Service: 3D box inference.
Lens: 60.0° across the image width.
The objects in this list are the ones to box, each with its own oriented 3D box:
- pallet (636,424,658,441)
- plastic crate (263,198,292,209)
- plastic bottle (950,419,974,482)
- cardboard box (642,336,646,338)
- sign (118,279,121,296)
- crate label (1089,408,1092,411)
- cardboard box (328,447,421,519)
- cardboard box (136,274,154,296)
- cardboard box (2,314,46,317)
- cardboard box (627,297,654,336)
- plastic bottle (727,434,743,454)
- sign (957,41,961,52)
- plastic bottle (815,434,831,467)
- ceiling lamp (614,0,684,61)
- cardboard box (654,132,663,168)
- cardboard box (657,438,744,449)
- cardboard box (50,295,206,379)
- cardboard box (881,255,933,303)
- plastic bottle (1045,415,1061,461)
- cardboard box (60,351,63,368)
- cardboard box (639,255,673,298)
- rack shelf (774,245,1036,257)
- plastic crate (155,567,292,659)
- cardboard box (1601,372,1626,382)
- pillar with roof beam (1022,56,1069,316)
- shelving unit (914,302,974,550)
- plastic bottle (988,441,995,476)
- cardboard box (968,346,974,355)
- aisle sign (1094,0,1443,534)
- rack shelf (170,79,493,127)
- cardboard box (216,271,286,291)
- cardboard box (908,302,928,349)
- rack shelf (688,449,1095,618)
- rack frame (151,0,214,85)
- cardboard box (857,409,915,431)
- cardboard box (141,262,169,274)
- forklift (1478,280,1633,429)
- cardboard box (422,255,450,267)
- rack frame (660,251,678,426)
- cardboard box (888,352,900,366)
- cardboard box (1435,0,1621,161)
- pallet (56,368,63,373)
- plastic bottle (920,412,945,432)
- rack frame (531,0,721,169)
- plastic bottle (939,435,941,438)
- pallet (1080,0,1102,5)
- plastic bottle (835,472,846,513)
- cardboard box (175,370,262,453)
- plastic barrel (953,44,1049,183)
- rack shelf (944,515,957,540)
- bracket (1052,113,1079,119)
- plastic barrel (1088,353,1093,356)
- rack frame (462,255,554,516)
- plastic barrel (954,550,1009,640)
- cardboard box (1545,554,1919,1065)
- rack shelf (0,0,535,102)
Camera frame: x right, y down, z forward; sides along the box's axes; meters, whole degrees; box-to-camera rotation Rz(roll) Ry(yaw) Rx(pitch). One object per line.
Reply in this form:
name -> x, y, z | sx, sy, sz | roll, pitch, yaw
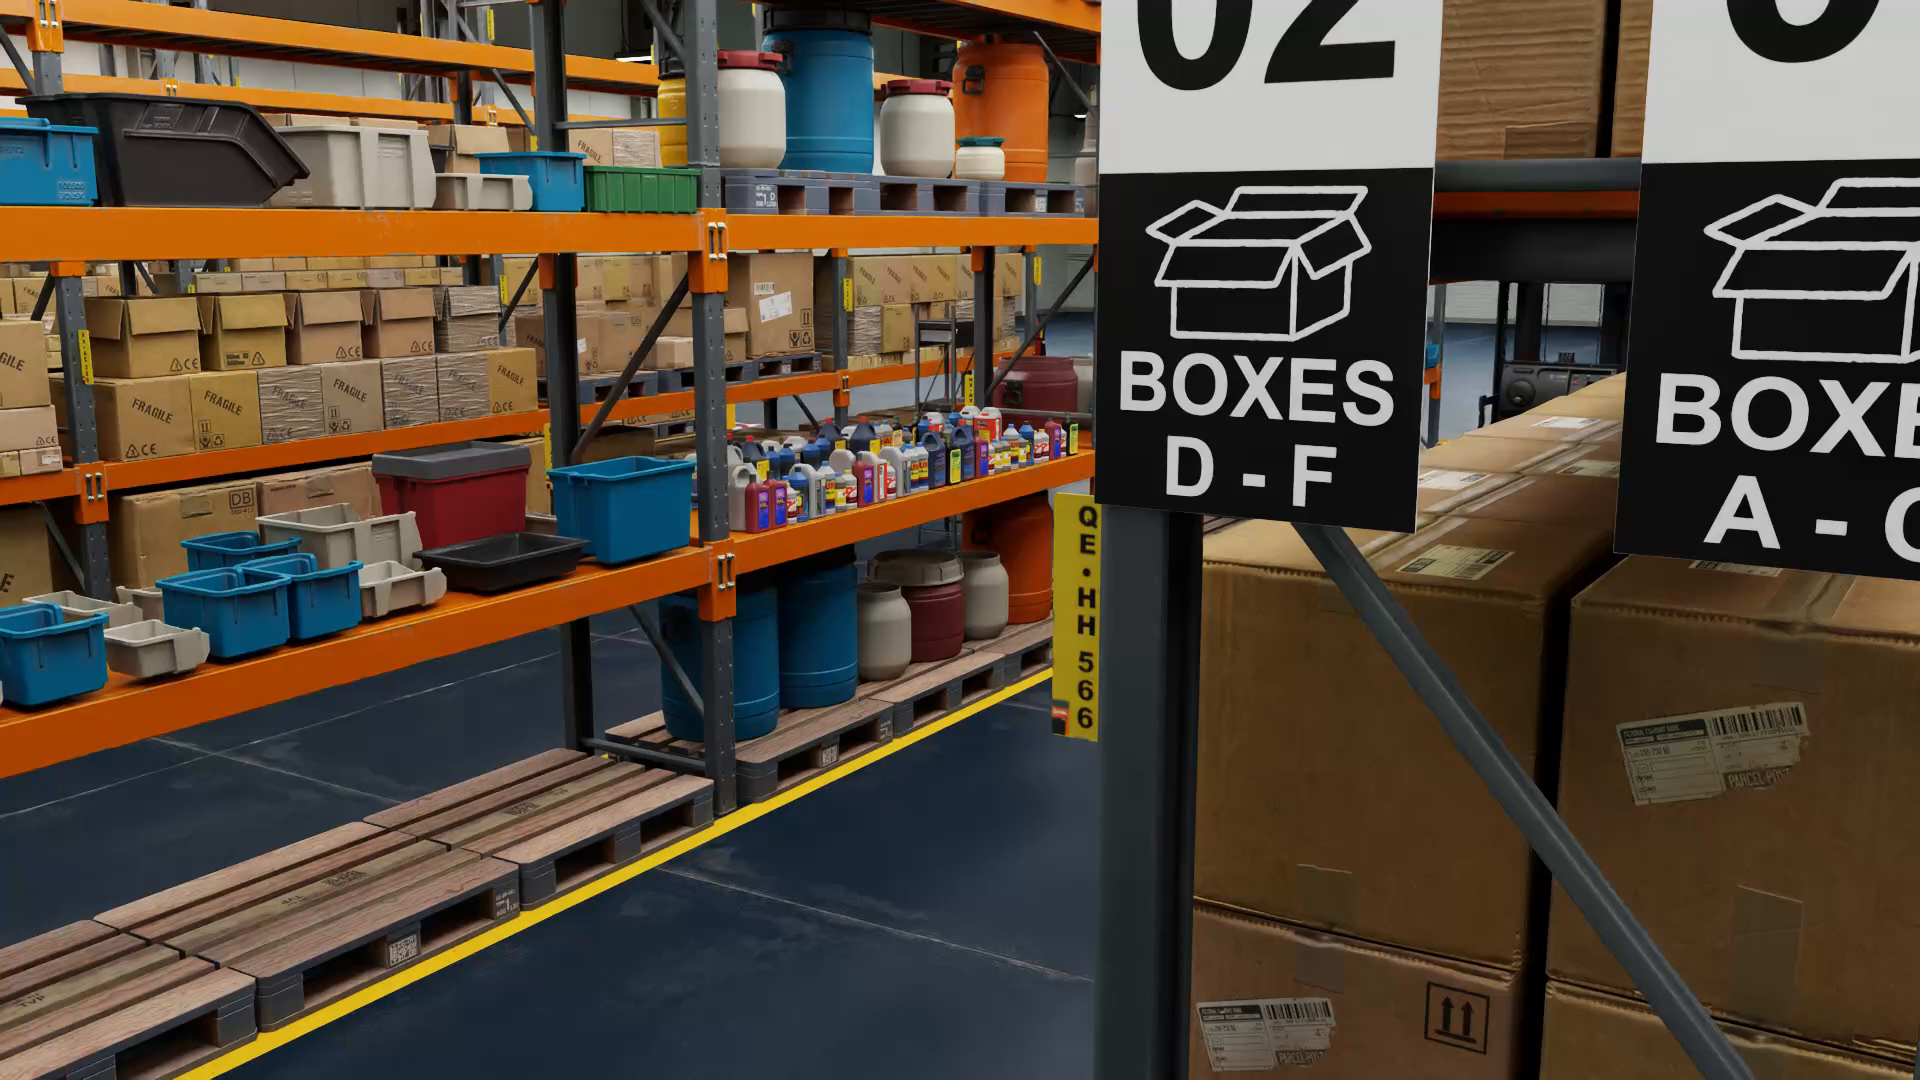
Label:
pallet -> -4.697, -1.375, 21.637 | 1.003, 0.211, 1.213 | 6, 12, 31
plastic crate -> -2.741, -1.284, 6.139 | 0.437, 0.136, 0.530 | 6, 12, 31
plastic bottle -> -0.005, -0.519, 9.623 | 0.144, 0.351, 0.185 | 6, 12, 31
cardboard box -> -3.046, -1.750, 15.289 | 0.396, 0.266, 0.258 | 6, 12, 29
sign -> -8.344, -2.433, 16.567 | 0.100, 0.325, 0.005 | 6, 12, 31
crate label -> 1.091, -0.797, 11.427 | 0.303, 0.233, 0.416 | 6, 12, 31
cardboard box -> -4.527, -0.238, 12.619 | 1.225, 0.875, 0.875 | 6, 12, 31
cardboard box -> -10.374, -3.127, 21.196 | 0.500, 0.500, 0.500 | 6, 12, 31
cardboard box -> -8.680, -2.010, 15.380 | 0.380, 0.149, 0.250 | 6, 12, 28
cardboard box -> -4.533, -2.916, 21.885 | 0.875, 0.550, 0.550 | 6, 12, 31
plastic bottle -> -1.231, -0.400, 8.988 | 0.144, 0.351, 0.185 | 6, 12, 31
sign -> 0.009, -6.078, 20.129 | 0.100, 0.325, 0.005 | 6, 12, 31
plastic bottle -> -0.797, -0.479, 9.627 | 0.097, 0.271, 0.097 | 0, 11, 0
ceiling lamp -> -5.433, -10.517, 30.727 | 2.000, 3.185, 0.800 | 6, 12, 31
cardboard box -> -2.696, -3.299, 14.559 | 0.500, 0.500, 0.500 | 6, 12, 29
cardboard box -> -2.495, -0.683, 15.960 | 0.700, 0.500, 0.500 | 5, 12, 26
cardboard box -> -5.433, -1.336, 10.856 | 0.797, 0.503, 0.637 | 6, 12, 29
cardboard box -> -0.635, -2.841, 18.097 | 0.500, 0.500, 0.500 | 6, 12, 31
plastic bottle -> 0.587, -0.650, 10.508 | 0.061, 0.283, 0.133 | 6, 12, 31
cardboard box -> -8.127, -1.655, 15.097 | 0.380, 0.149, 0.250 | 6, 12, 30
cardboard box -> -4.147, -3.524, 22.199 | 0.875, 0.550, 0.550 | 6, 12, 31
rack shelf -> -0.566, -3.386, 18.607 | 1.077, 0.370, 4.000 | 6, 12, 31
plastic crate -> -2.508, 0.248, 5.684 | 0.416, 0.233, 0.300 | 6, 12, 31
cardboard box -> 2.222, -0.239, 5.004 | 0.500, 0.500, 0.500 | 7, 13, 32
pillar with roof beam -> 5.881, -11.232, 50.412 | 9.100, 9.000, 0.548 | 6, 12, 31
shelving unit -> -0.086, -1.006, 14.536 | 0.431, 2.100, 0.503 | 6, 12, 31
plastic bottle -> 0.157, -0.487, 9.856 | 0.097, 0.201, 0.097 | 0, 11, 0
cardboard box -> -0.024, -2.235, 19.338 | 0.380, 0.149, 0.250 | 6, 12, 31
aisle sign -> 0.333, -0.413, 1.857 | 0.394, 0.787, 0.004 | 6, 12, 31
rack shelf -> -6.829, -4.524, 17.624 | 1.077, 0.370, 4.000 | 6, 12, 31
cardboard box -> -7.365, -2.501, 17.089 | 0.700, 0.500, 0.500 | 6, 12, 30
cardboard box -> -0.855, -2.374, 18.320 | 0.875, 0.500, 0.500 | 6, 12, 31
rack shelf -> -0.486, -0.180, 9.635 | 1.077, 0.370, 4.000 | 6, 12, 31
rack frame -> -10.074, -5.846, 21.642 | 1.000, 3.000, 0.127 | 6, 12, 31
cardboard box -> -0.817, -1.183, 18.691 | 0.500, 0.500, 0.500 | 5, 12, 26
cardboard box -> -10.621, -3.578, 21.844 | 0.380, 0.149, 0.250 | 6, 12, 30
forklift -> 4.953, -1.311, 13.905 | 1.130, 2.935, 3.031 | 7, 13, 32
cardboard box -> -8.076, -4.112, 24.885 | 0.700, 0.500, 0.500 | 6, 12, 29
rack frame -> -3.714, -3.070, 23.113 | 1.000, 3.000, 0.127 | 6, 12, 31
cardboard box -> -0.867, -1.953, 17.829 | 0.380, 0.149, 0.250 | 6, 12, 31
cardboard box -> 0.671, -0.623, 2.301 | 0.500, 0.250, 0.500 | 6, 12, 31
pallet -> -8.147, -1.595, 15.757 | 1.213, 0.211, 1.003 | 6, 12, 31
plastic bottle -> -0.189, -0.678, 10.673 | 0.152, 0.276, 0.135 | 6, 12, 31
rack frame -> -1.525, -3.168, 7.337 | 1.000, 3.000, 0.127 | 6, 12, 31
plastic bottle -> -0.104, -0.463, 9.506 | 0.061, 0.283, 0.133 | 6, 12, 31
pallet -> 0.151, -3.397, 10.161 | 1.213, 0.211, 1.003 | 6, 12, 31
plastic bottle -> -0.635, -0.247, 8.574 | 0.097, 0.201, 0.097 | 0, 11, 0
cardboard box -> -5.045, -0.869, 11.089 | 0.500, 0.500, 0.500 | 6, 12, 31
plastic barrel -> 0.255, -2.651, 10.419 | 0.600, 0.830, 0.708 | 6, 12, 31
rack shelf -> -0.086, -0.305, 14.668 | 0.431, 0.518, 0.480 | 6, 12, 31
bracket -> 3.644, -13.724, 53.940 | 0.076, 0.066, 3.189 | 6, 12, 31
plastic barrel -> 1.122, -1.152, 12.566 | 0.421, 0.512, 0.421 | 0, 11, 0
rack frame -> -3.681, -1.322, 13.777 | 1.000, 3.000, 0.127 | 6, 12, 31
plastic barrel -> 0.096, 0.344, 10.500 | 0.421, 0.512, 0.421 | 0, 11, 0
cardboard box -> 1.086, 0.298, 2.135 | 0.500, 0.500, 0.500 | 7, 13, 32
rack shelf -> -4.720, -3.406, 11.647 | 1.077, 0.370, 4.000 | 6, 12, 31
